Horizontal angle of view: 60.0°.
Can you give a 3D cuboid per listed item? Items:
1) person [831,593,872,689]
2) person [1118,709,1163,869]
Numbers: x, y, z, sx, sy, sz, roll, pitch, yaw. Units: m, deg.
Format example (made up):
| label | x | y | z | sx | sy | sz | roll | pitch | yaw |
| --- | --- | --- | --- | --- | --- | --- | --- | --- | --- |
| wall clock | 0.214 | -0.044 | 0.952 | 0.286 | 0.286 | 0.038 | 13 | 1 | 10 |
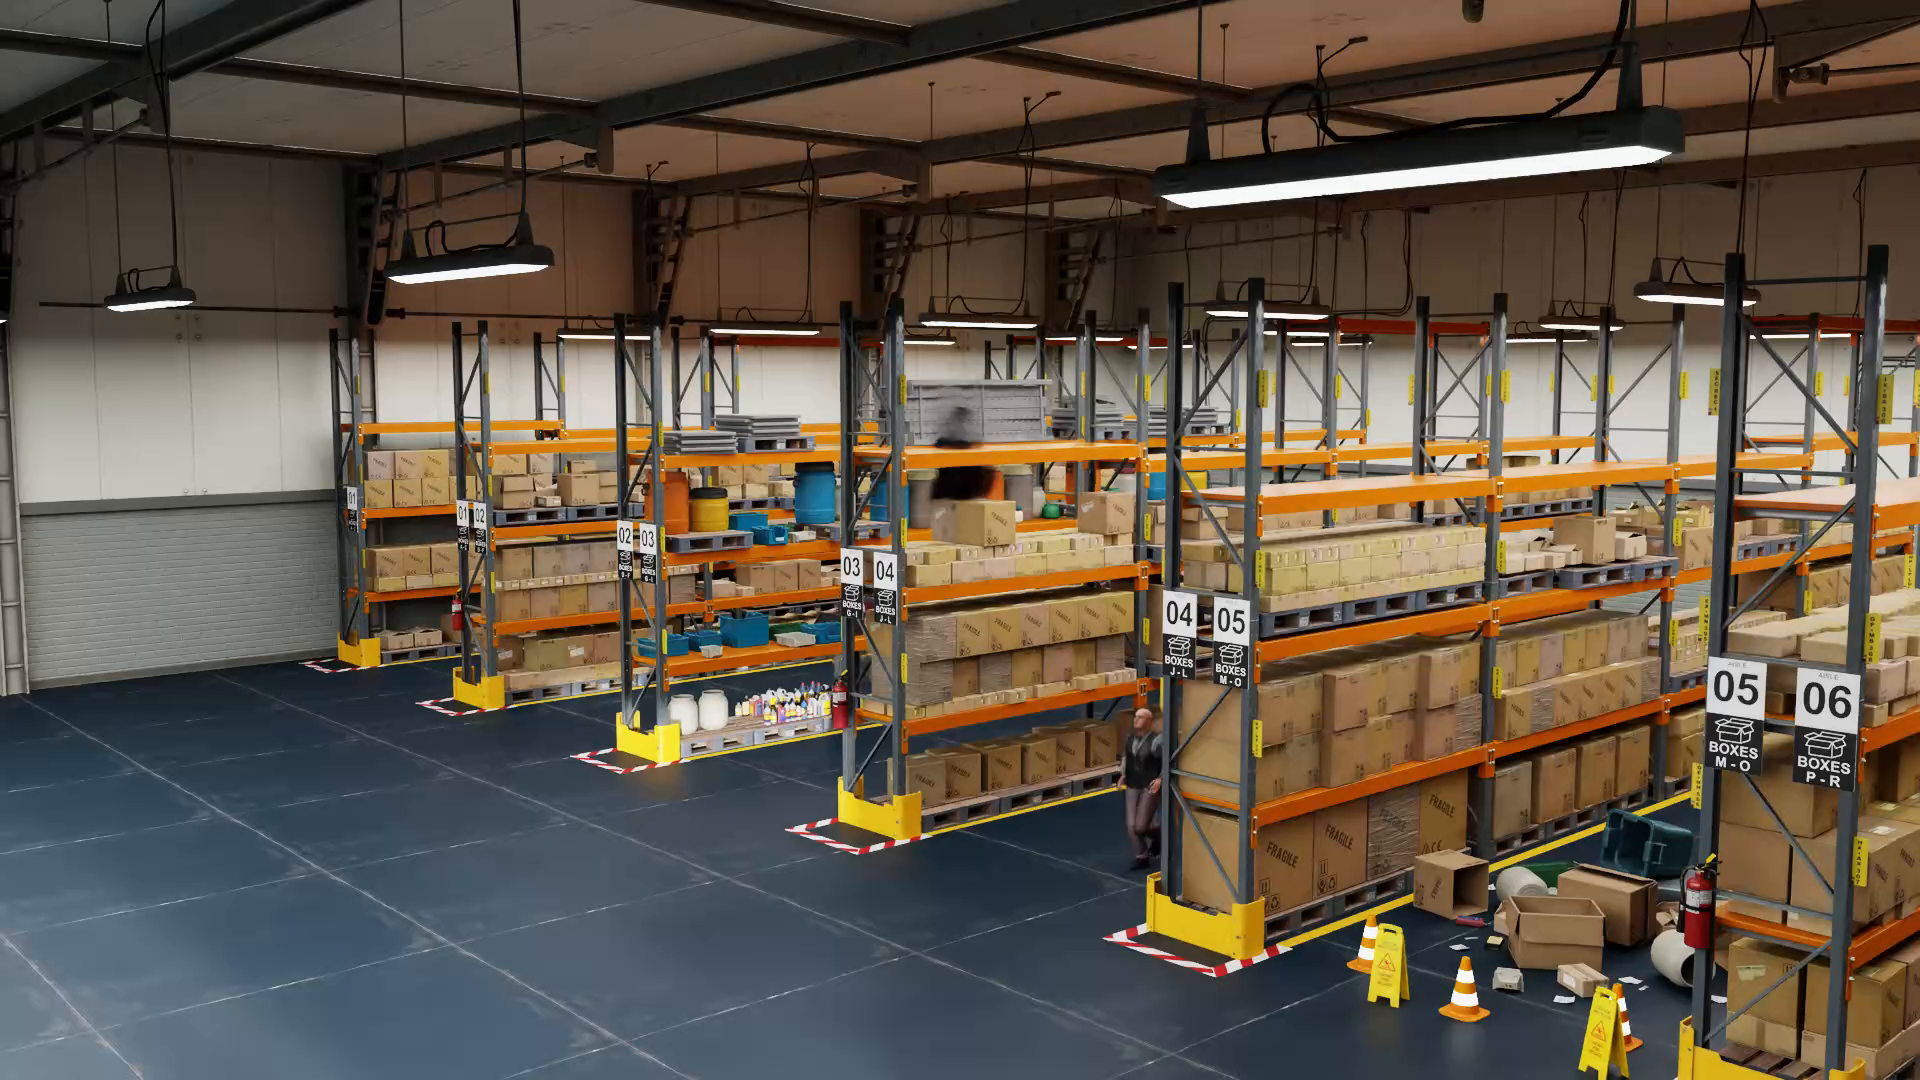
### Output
| label | x | y | z | sx | sy | sz | roll | pitch | yaw |
| --- | --- | --- | --- | --- | --- | --- | --- | --- | --- |
| person | -1.811 | 1.627 | 27.563 | 0.903 | 1.675 | 0.608 | -5 | 8 | -42 |
| person | 1.949 | 2.609 | 17.489 | 0.663 | 1.690 | 0.540 | 5 | 7 | 40 |
